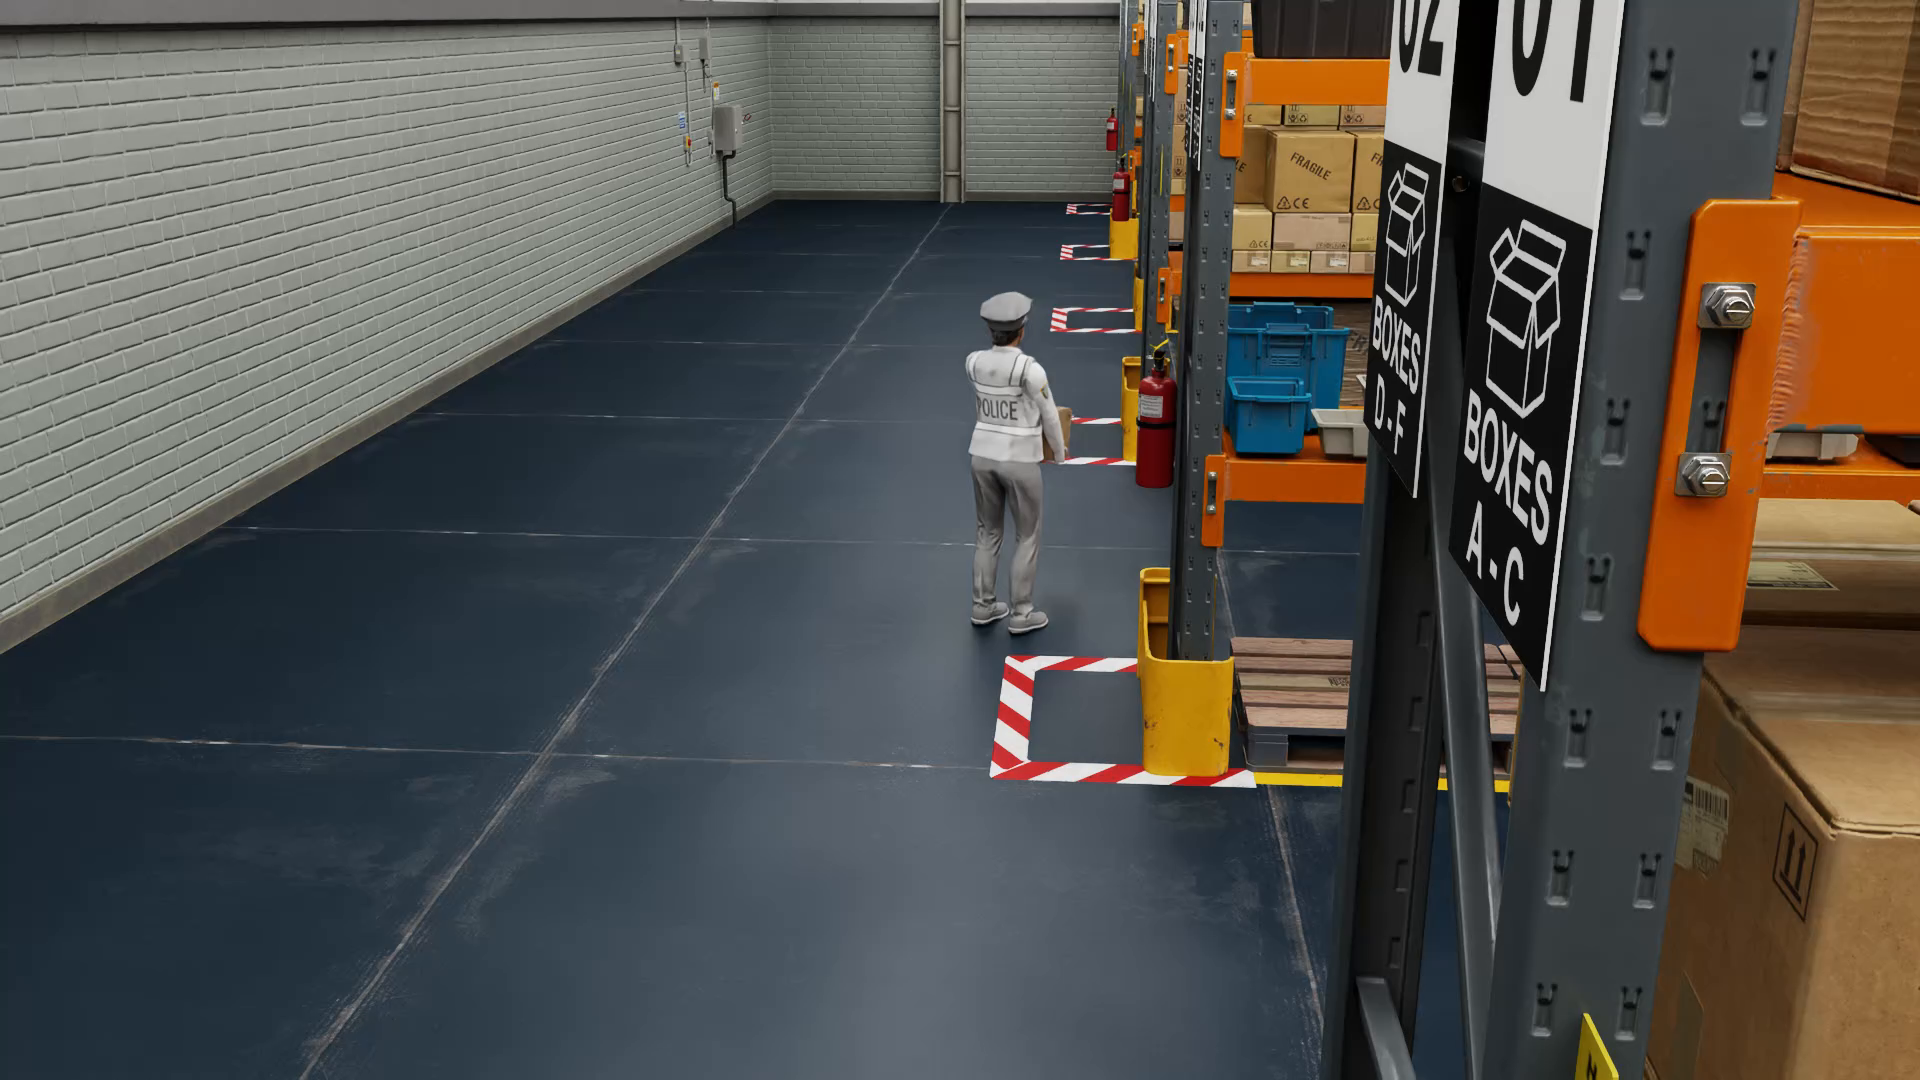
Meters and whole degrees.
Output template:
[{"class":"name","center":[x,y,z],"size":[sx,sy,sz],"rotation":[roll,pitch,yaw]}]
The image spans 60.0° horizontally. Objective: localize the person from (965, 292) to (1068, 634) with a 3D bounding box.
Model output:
[{"class":"person","center":[0.280,-0.394,8.261],"size":[0.414,1.689,0.515],"rotation":[12,21,32]}]
